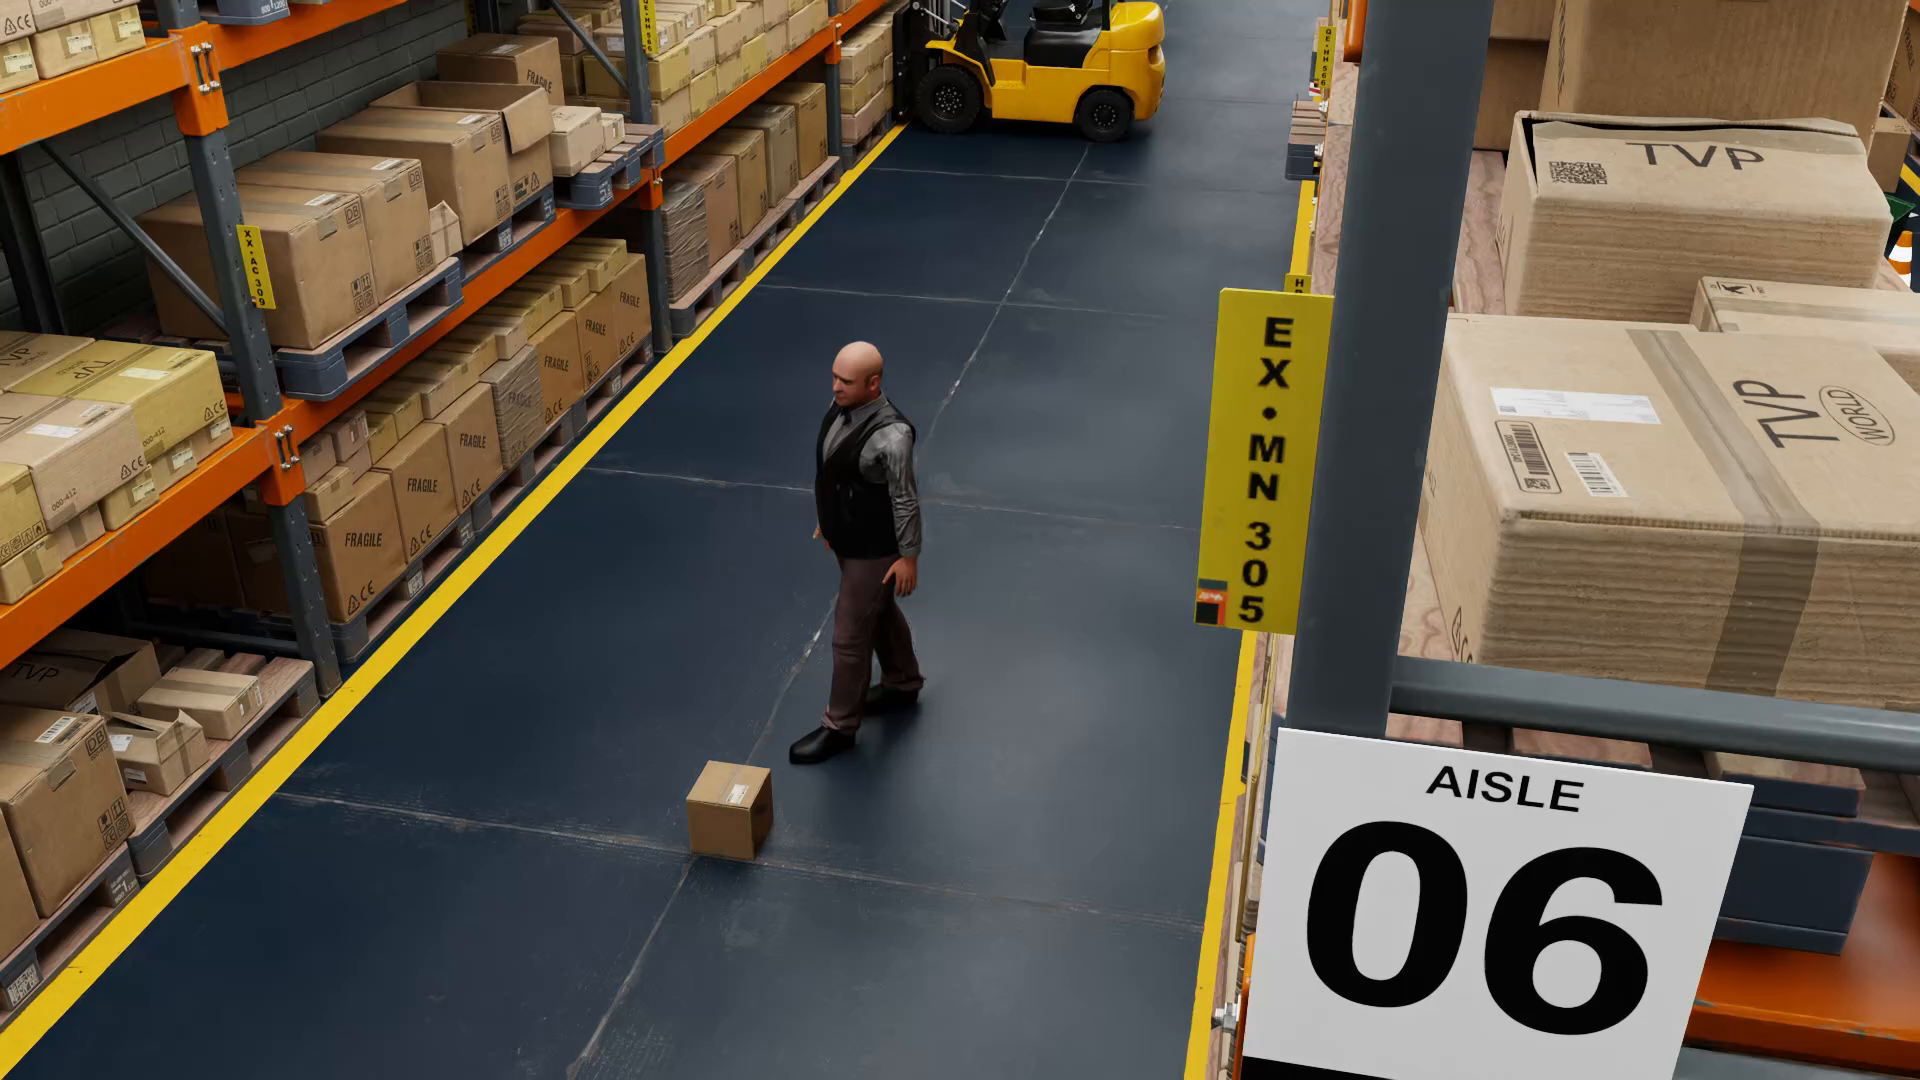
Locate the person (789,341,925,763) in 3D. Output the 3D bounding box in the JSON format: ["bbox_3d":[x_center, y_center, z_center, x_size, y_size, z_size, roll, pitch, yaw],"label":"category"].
[{"bbox_3d":[-0.447,0.017,6.606,0.672,1.719,0.567,-12,31,-21],"label":"person"}]
